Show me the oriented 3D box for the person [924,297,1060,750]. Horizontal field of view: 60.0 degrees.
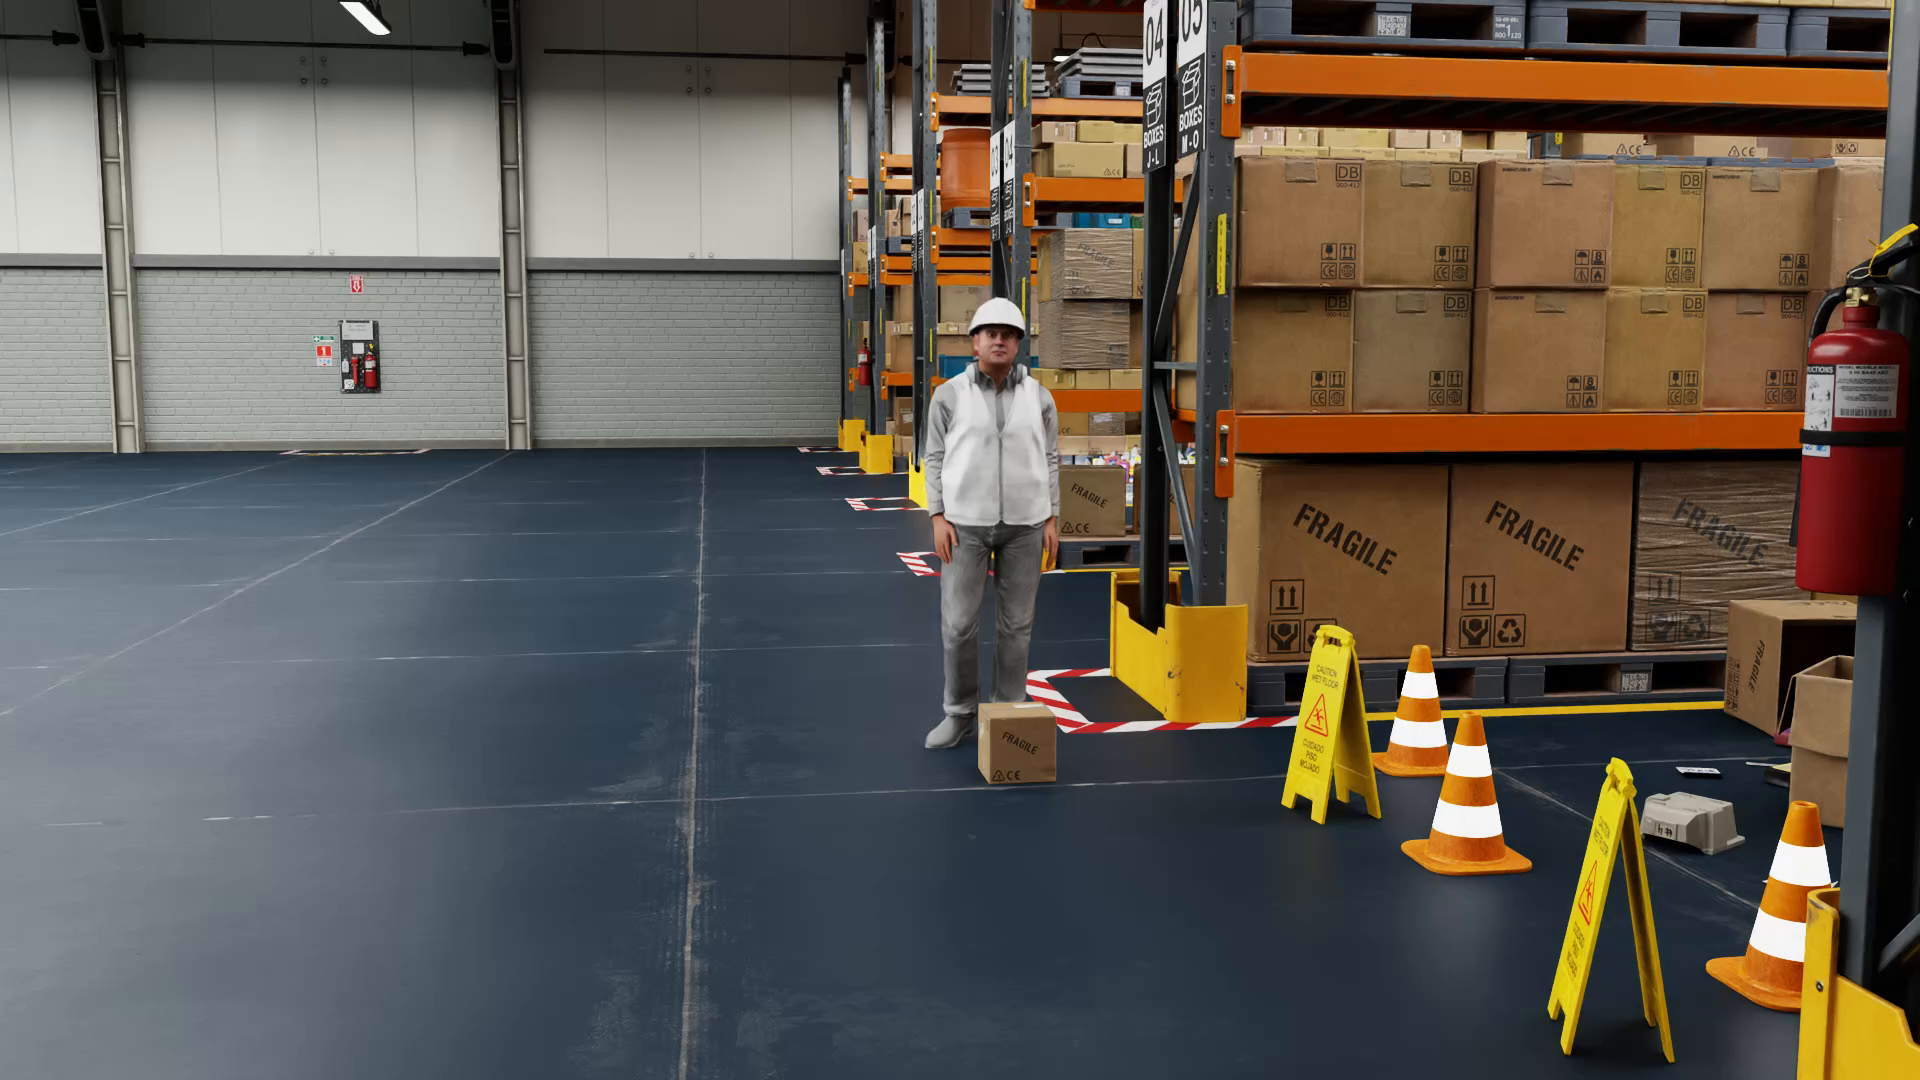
[{"bbox_3d":[0.128,-0.057,6.597,0.546,1.789,0.379,-1,7,-9],"label":"person"}]
